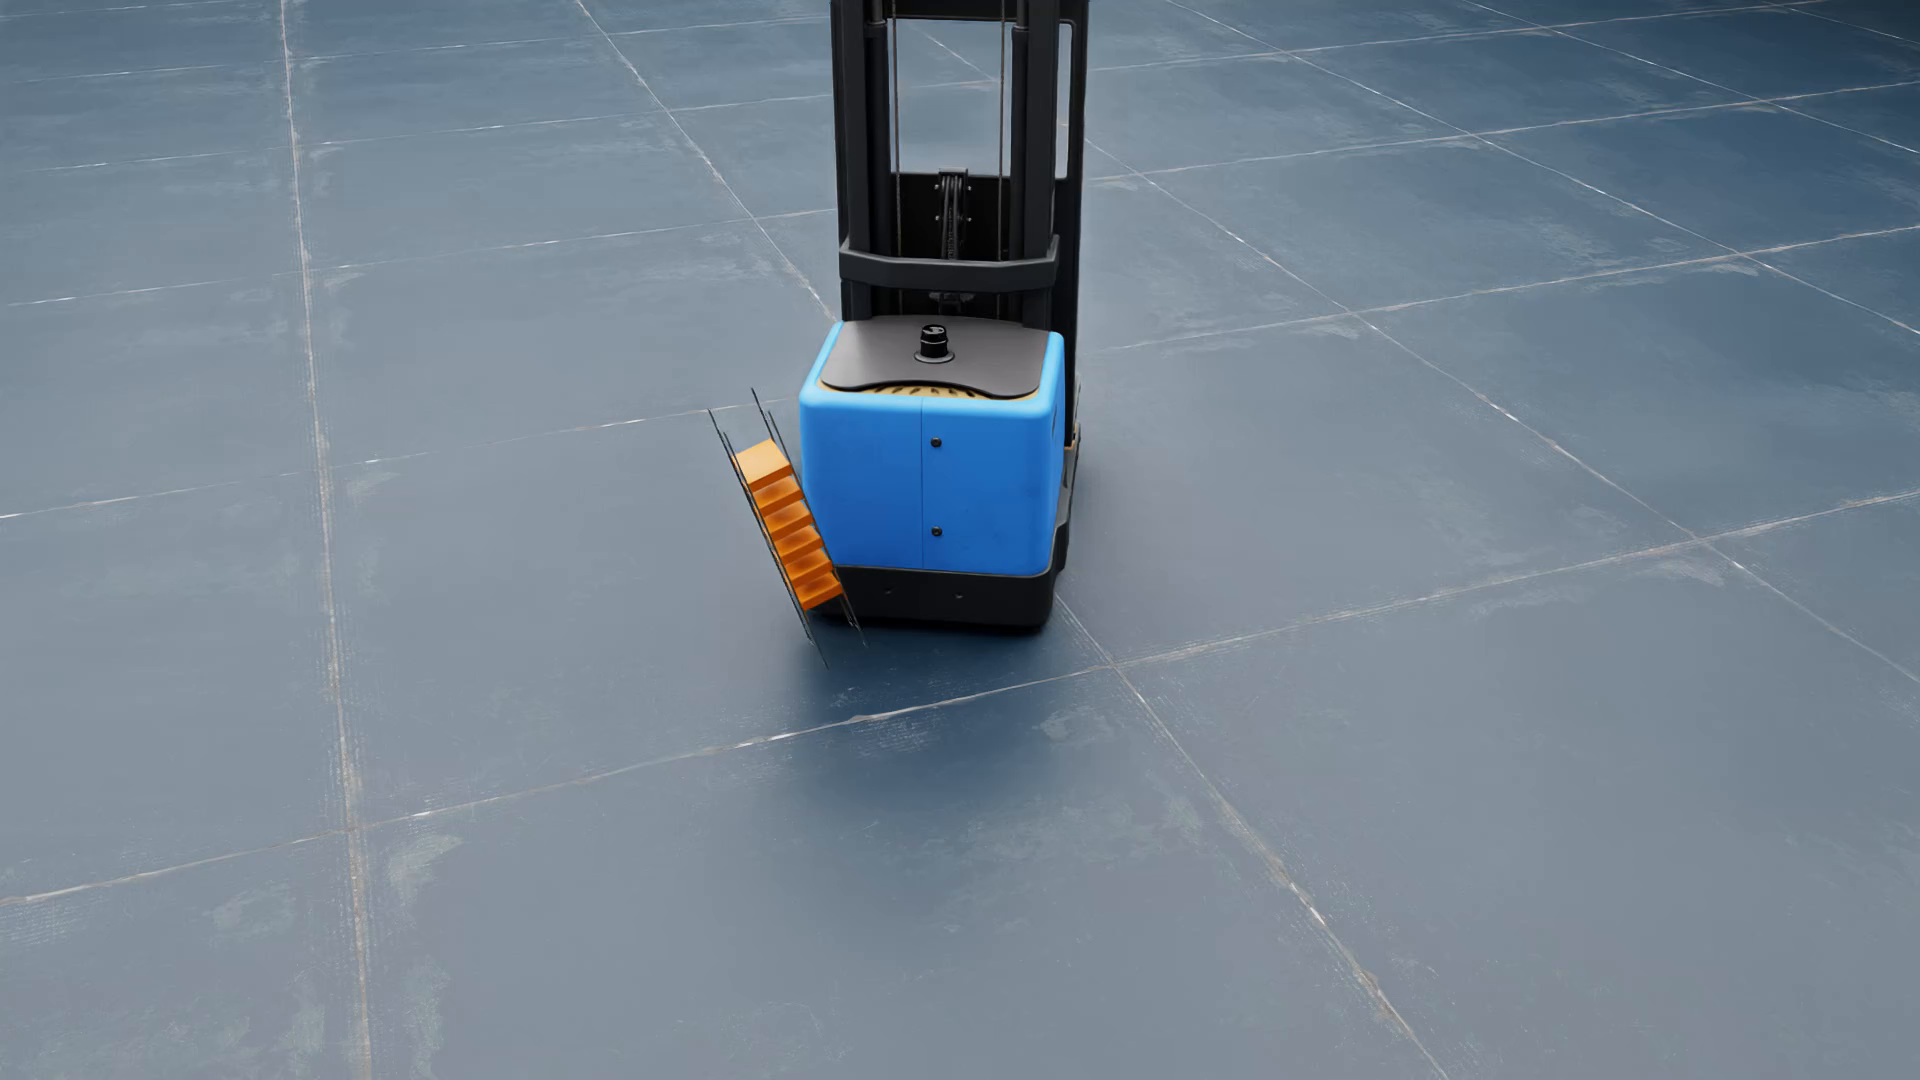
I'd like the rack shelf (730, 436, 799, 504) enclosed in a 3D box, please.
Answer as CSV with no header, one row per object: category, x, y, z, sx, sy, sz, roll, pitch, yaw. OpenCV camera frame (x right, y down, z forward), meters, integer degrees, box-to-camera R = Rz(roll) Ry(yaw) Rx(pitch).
rack shelf,-0.755,-0.270,6.399,0.180,0.103,0.258,-27,36,-10

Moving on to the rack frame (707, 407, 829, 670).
rack frame,-0.749,0.014,6.564,0.006,1.200,0.240,-27,36,-10

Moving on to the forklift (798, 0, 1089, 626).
forklift,0.027,-1.618,7.629,1.130,2.935,3.031,3,30,6

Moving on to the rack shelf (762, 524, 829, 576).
rack shelf,-0.656,0.008,6.605,0.180,0.103,0.258,-27,36,-10

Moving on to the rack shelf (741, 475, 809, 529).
rack shelf,-0.722,-0.178,6.468,0.180,0.103,0.258,-27,36,-10

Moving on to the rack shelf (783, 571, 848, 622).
rack shelf,-0.590,0.193,6.743,0.180,0.103,0.258,-27,36,-10

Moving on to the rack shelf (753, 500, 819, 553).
rack shelf,-0.689,-0.085,6.537,0.180,0.103,0.258,-27,36,-10

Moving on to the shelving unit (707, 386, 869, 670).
shelving unit,-0.668,-0.027,6.580,0.189,1.200,0.258,-27,36,-10

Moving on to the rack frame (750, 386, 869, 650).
rack frame,-0.587,-0.067,6.596,0.006,1.200,0.240,-27,36,-10

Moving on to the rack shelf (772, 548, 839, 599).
rack shelf,-0.623,0.100,6.674,0.180,0.103,0.258,-27,36,-10
